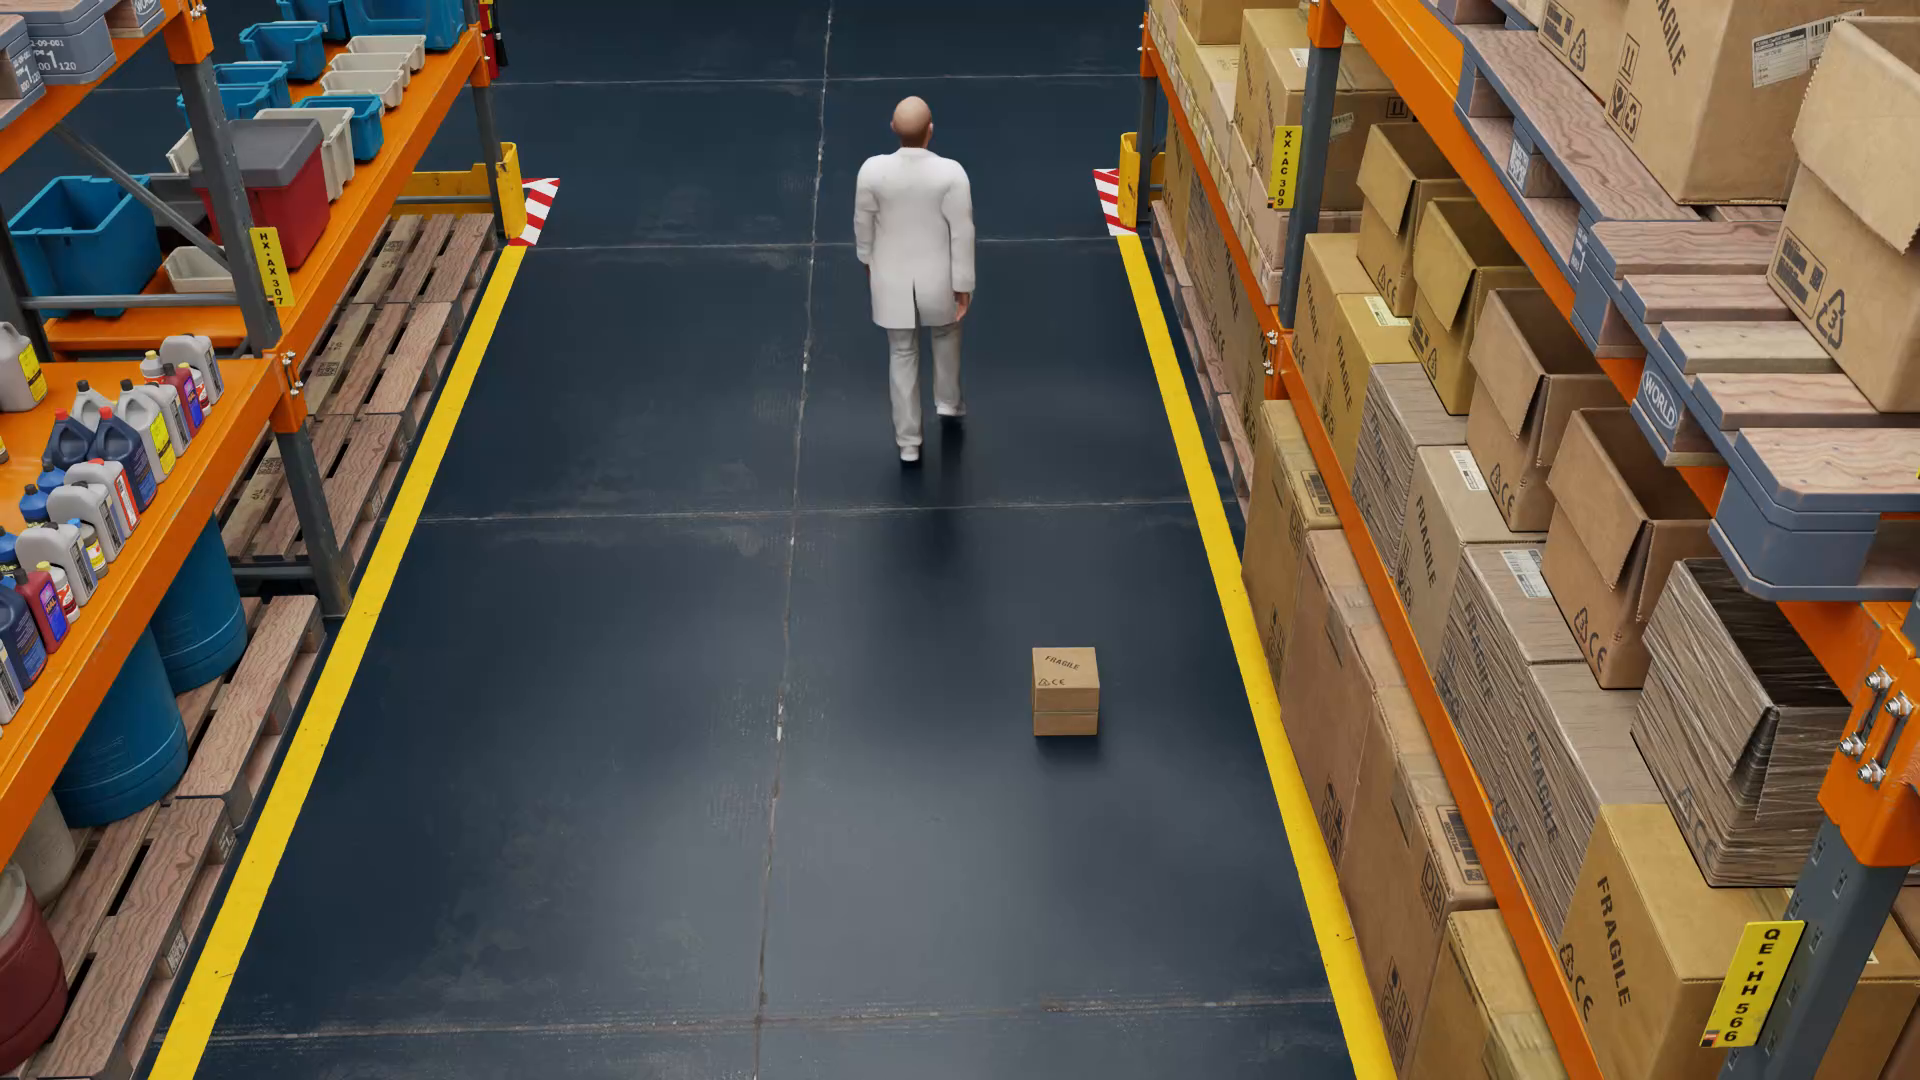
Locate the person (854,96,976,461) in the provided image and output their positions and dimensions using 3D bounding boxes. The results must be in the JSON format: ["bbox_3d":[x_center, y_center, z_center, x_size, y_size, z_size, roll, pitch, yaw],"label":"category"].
[{"bbox_3d":[-0.209,-1.277,8.015,0.587,1.832,0.673,1,35,2],"label":"person"}]
